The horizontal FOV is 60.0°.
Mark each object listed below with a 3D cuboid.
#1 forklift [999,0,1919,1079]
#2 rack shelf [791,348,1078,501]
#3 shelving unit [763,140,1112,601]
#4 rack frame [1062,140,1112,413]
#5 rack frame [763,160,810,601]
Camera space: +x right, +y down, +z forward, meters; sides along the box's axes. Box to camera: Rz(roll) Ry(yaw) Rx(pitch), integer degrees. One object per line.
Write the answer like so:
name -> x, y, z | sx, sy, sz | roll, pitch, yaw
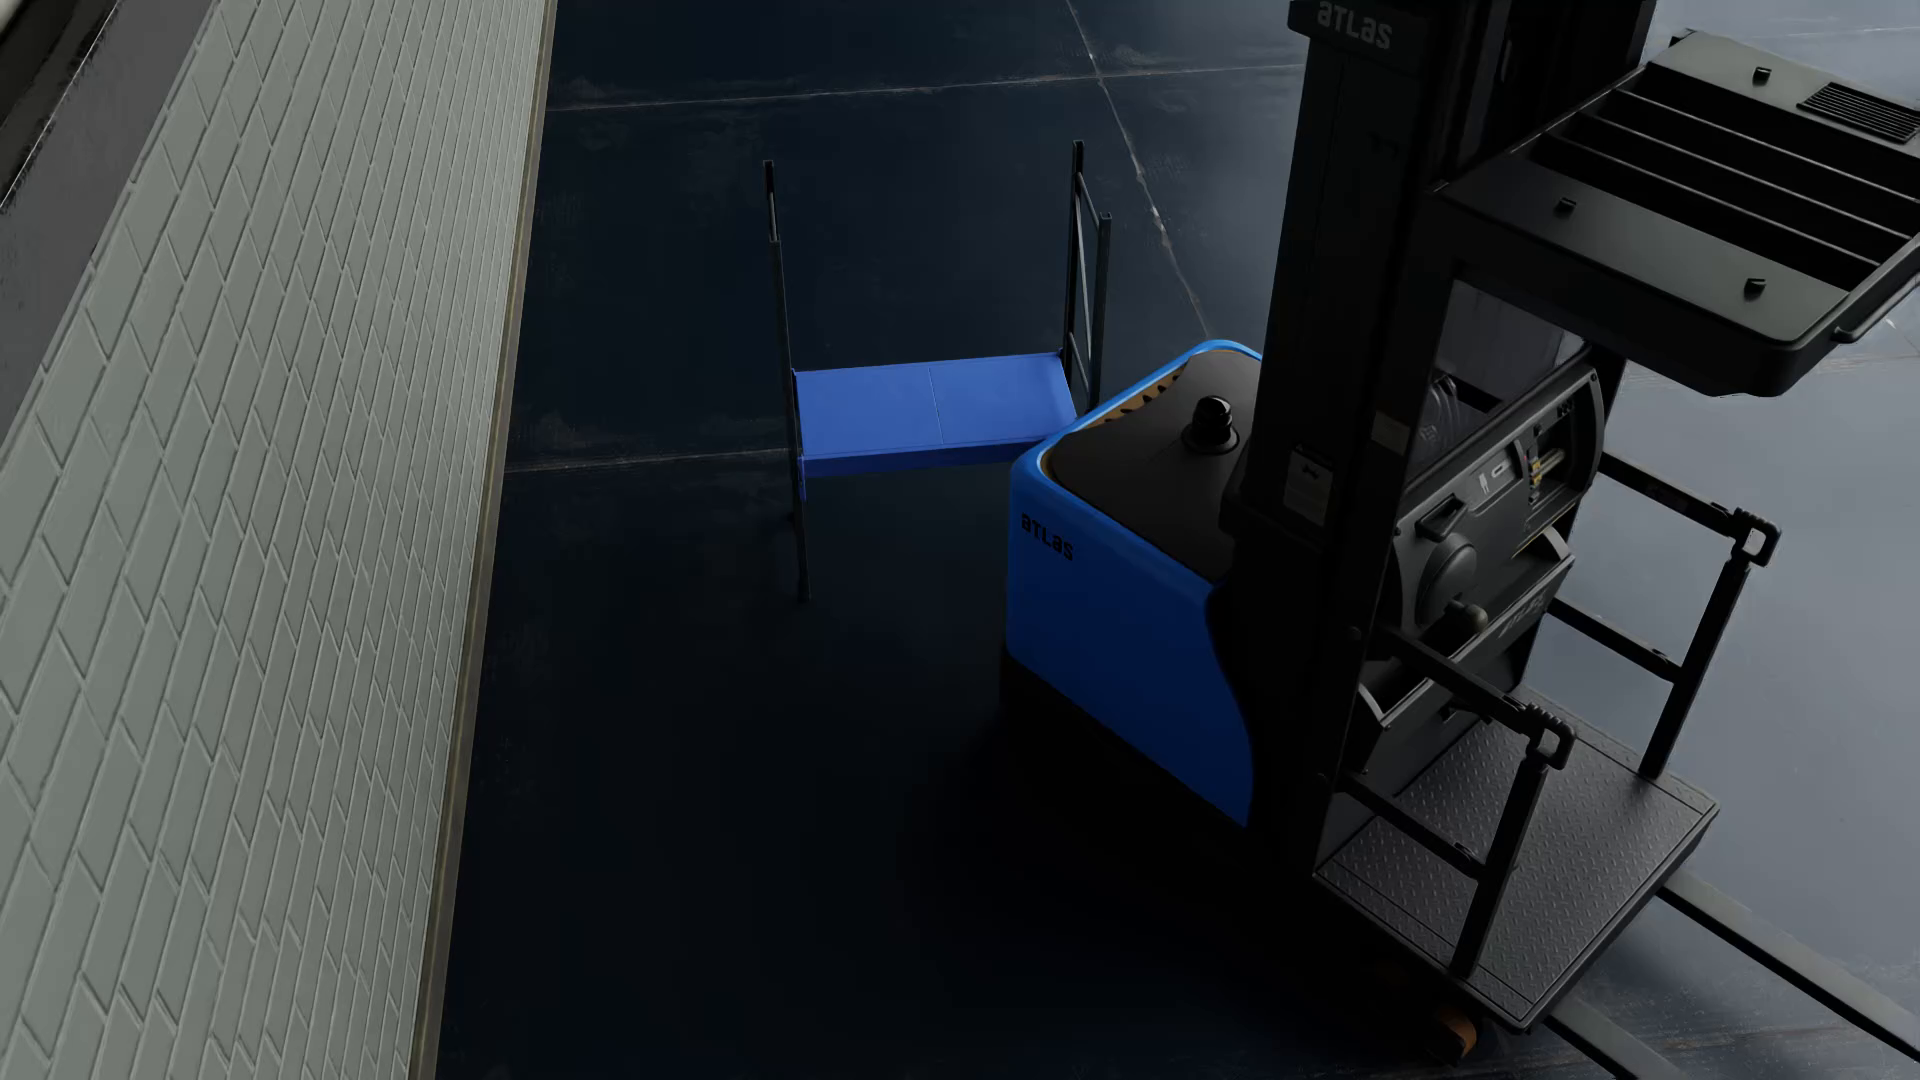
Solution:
forklift -> 1.515, -0.032, 4.097 | 1.130, 2.935, 3.031 | -33, 51, -31
rack shelf -> -0.085, -0.416, 5.860 | 1.000, 0.185, 0.538 | -5, 42, -6
shelving unit -> -0.085, -0.549, 5.739 | 1.048, 1.500, 0.538 | -5, 42, -6
rack frame -> 0.419, -0.594, 5.788 | 0.032, 1.500, 0.500 | -5, 42, -6
rack frame -> -0.589, -0.505, 5.690 | 0.032, 1.500, 0.500 | -5, 42, -6
